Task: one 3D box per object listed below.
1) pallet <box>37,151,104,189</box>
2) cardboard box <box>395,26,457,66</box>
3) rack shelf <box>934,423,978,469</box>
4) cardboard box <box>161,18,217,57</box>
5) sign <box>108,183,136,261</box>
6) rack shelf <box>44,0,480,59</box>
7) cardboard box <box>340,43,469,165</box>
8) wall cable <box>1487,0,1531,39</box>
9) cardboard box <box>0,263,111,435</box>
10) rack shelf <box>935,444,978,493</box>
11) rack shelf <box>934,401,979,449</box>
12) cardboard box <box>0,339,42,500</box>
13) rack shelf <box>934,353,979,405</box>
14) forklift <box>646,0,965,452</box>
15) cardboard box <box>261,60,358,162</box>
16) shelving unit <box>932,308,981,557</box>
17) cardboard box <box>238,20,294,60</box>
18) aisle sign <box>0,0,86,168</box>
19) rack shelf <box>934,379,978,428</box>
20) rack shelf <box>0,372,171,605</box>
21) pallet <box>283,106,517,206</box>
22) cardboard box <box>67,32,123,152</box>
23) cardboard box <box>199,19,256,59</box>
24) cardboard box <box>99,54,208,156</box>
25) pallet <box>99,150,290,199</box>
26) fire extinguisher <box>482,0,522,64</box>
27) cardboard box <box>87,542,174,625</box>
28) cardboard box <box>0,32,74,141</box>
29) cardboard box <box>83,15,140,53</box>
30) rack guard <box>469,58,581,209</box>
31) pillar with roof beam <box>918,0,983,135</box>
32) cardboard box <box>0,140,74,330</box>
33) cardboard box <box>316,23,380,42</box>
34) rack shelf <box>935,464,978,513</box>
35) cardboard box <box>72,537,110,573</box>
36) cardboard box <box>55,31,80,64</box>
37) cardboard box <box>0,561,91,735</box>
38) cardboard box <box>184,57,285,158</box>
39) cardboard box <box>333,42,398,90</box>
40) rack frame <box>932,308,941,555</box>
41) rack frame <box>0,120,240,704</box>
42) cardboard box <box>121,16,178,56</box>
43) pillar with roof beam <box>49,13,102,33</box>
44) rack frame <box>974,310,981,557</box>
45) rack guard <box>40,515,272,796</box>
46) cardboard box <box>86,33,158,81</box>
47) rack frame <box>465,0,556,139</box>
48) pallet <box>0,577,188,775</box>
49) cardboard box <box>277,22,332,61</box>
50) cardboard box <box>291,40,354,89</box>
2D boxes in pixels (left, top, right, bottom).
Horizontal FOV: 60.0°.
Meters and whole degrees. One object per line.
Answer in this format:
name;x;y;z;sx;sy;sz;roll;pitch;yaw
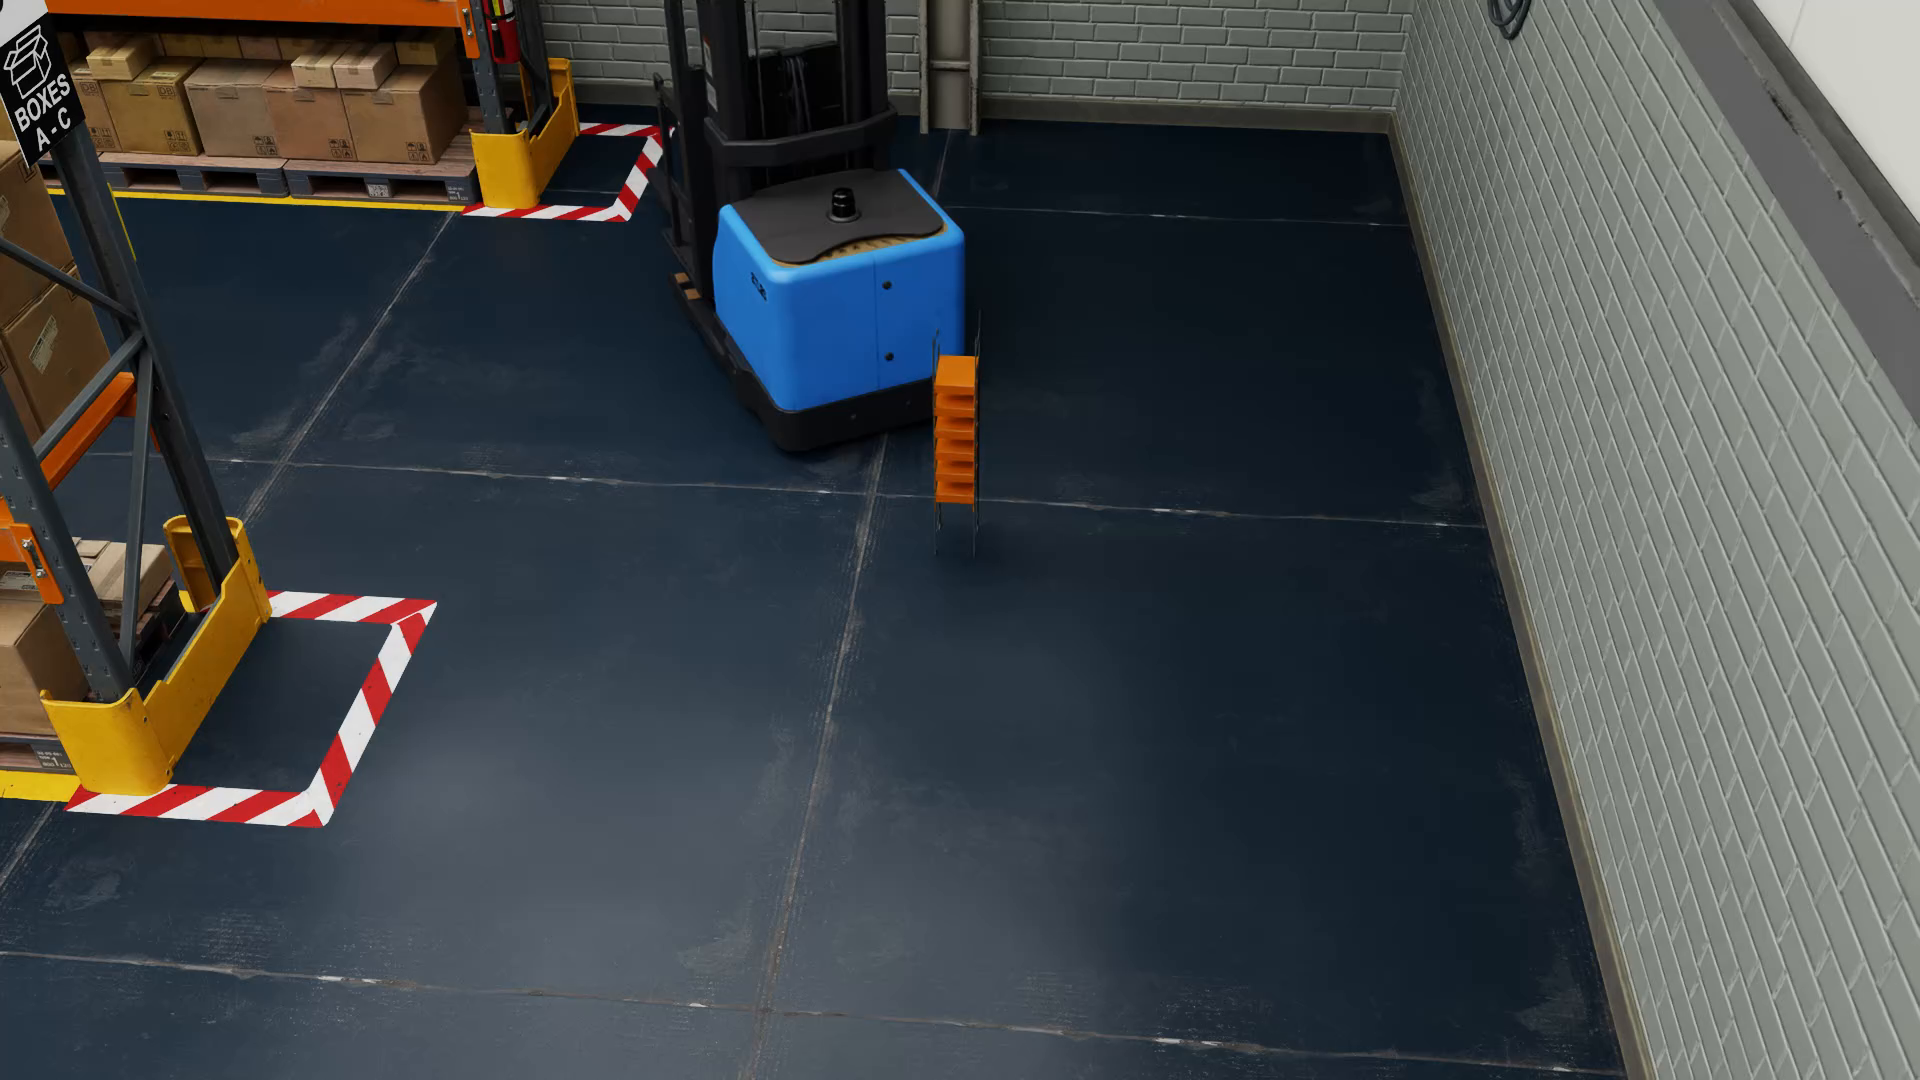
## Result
pallet;-6.060;-2.668;11.031;1.213;0.211;1.003;3;39;4
cardboard box;-3.390;-3.162;10.562;0.250;0.149;0.380;3;39;4
rack shelf;-0.014;-0.432;7.571;0.180;0.103;0.258;3;39;4
cardboard box;-4.906;-3.244;10.663;0.250;0.149;0.380;2;39;3
sign;-3.203;-1.184;6.313;0.005;0.325;0.100;3;39;4
rack shelf;-4.819;-3.452;10.356;4.000;0.370;1.077;3;39;4
cardboard box;-3.532;-2.791;10.621;0.500;0.500;0.700;3;39;4
wall cable;2.778;-4.212;8.427;0.112;2.526;3.097;3;39;4
cardboard box;-3.669;-0.736;6.369;0.500;0.500;0.500;4;39;5
rack shelf;-0.014;-0.339;7.646;0.180;0.103;0.258;3;39;4
rack shelf;-0.014;-0.525;7.495;0.180;0.103;0.258;3;39;4
cardboard box;-3.719;-0.399;5.955;0.500;0.500;0.500;4;39;5
rack shelf;-0.014;-0.711;7.343;0.180;0.103;0.258;3;39;4
forklift;-1.032;-2.508;8.680;1.130;2.935;3.031;-16;42;-19
cardboard box;-4.030;-2.818;10.654;0.500;0.500;0.700;3;39;4
shelving unit;-0.014;-0.466;7.543;0.189;1.200;0.258;3;39;4
cardboard box;-4.398;-3.216;10.629;0.250;0.149;0.380;4;39;4
aisle sign;-3.156;-1.696;5.569;0.004;0.787;0.394;3;39;4
rack shelf;-0.014;-0.618;7.419;0.180;0.103;0.258;3;39;4
rack shelf;-5.242;-0.337;6.528;4.000;0.370;1.077;3;39;4
pallet;-3.629;-2.535;10.868;1.213;0.211;1.003;3;39;4
cardboard box;-5.575;-2.899;10.754;0.500;0.500;0.700;3;39;3
cardboard box;-4.653;-3.230;10.646;0.250;0.149;0.380;4;39;4
cardboard box;-5.063;-2.870;10.717;0.500;0.500;0.700;4;39;5
pallet;-4.841;-2.603;10.952;1.213;0.211;1.003;3;39;4
fire extinguisher;-2.716;-3.149;9.770;0.183;0.674;0.296;3;39;4
cardboard box;-3.637;0.189;7.222;0.250;0.149;0.380;3;39;4
cardboard box;-6.075;-2.929;10.790;0.500;0.500;0.700;4;39;4
cardboard box;-5.414;-3.272;10.697;0.250;0.149;0.380;2;39;2
rack guard;-2.802;-2.652;10.782;0.348;0.500;1.175;3;39;4
pillar with roof beam;-0.433;-3.639;5.262;0.400;9.000;9.100;3;39;4
cardboard box;-3.669;-1.123;6.053;0.500;0.500;0.500;4;39;5
cardboard box;-3.895;-3.189;10.596;0.250;0.149;0.380;3;39;4
rack shelf;-0.014;-0.246;7.722;0.180;0.103;0.258;3;39;4
cardboard box;-3.886;0.169;7.233;0.250;0.166;0.380;3;39;4
cardboard box;-5.749;-3.047;10.421;0.250;0.149;0.380;4;39;5
cardboard box;-3.813;0.417;6.663;0.500;0.500;0.500;3;39;4
cardboard box;-4.532;-2.845;10.687;0.500;0.500;0.700;2;39;2
cardboard box;-3.676;-2.935;10.284;0.250;0.149;0.380;3;39;3
rack frame;-0.106;-0.471;7.549;0.006;1.200;0.240;3;39;4
rack frame;-3.250;-0.507;6.167;0.127;3.000;1.000;3;39;4
cardboard box;-5.163;-3.257;10.680;0.250;0.149;0.380;4;39;4
pillar with roof beam;-6.410;-3.965;5.664;0.400;9.000;9.100;3;39;4
rack frame;0.077;-0.461;7.537;0.006;1.200;0.240;3;39;4
rack guard;-3.325;0.458;6.961;0.348;0.500;1.175;3;39;4
cardboard box;-5.229;-3.018;10.386;0.250;0.149;0.380;2;39;3
rack frame;-2.826;-3.622;9.995;0.127;3.000;1.000;3;39;4
pallet;-4.120;0.528;7.105;1.213;0.211;1.003;3;39;4
cardboard box;-4.144;-3.203;10.613;0.250;0.149;0.380;3;39;4
cardboard box;-3.930;-2.949;10.300;0.250;0.149;0.380;4;39;5
